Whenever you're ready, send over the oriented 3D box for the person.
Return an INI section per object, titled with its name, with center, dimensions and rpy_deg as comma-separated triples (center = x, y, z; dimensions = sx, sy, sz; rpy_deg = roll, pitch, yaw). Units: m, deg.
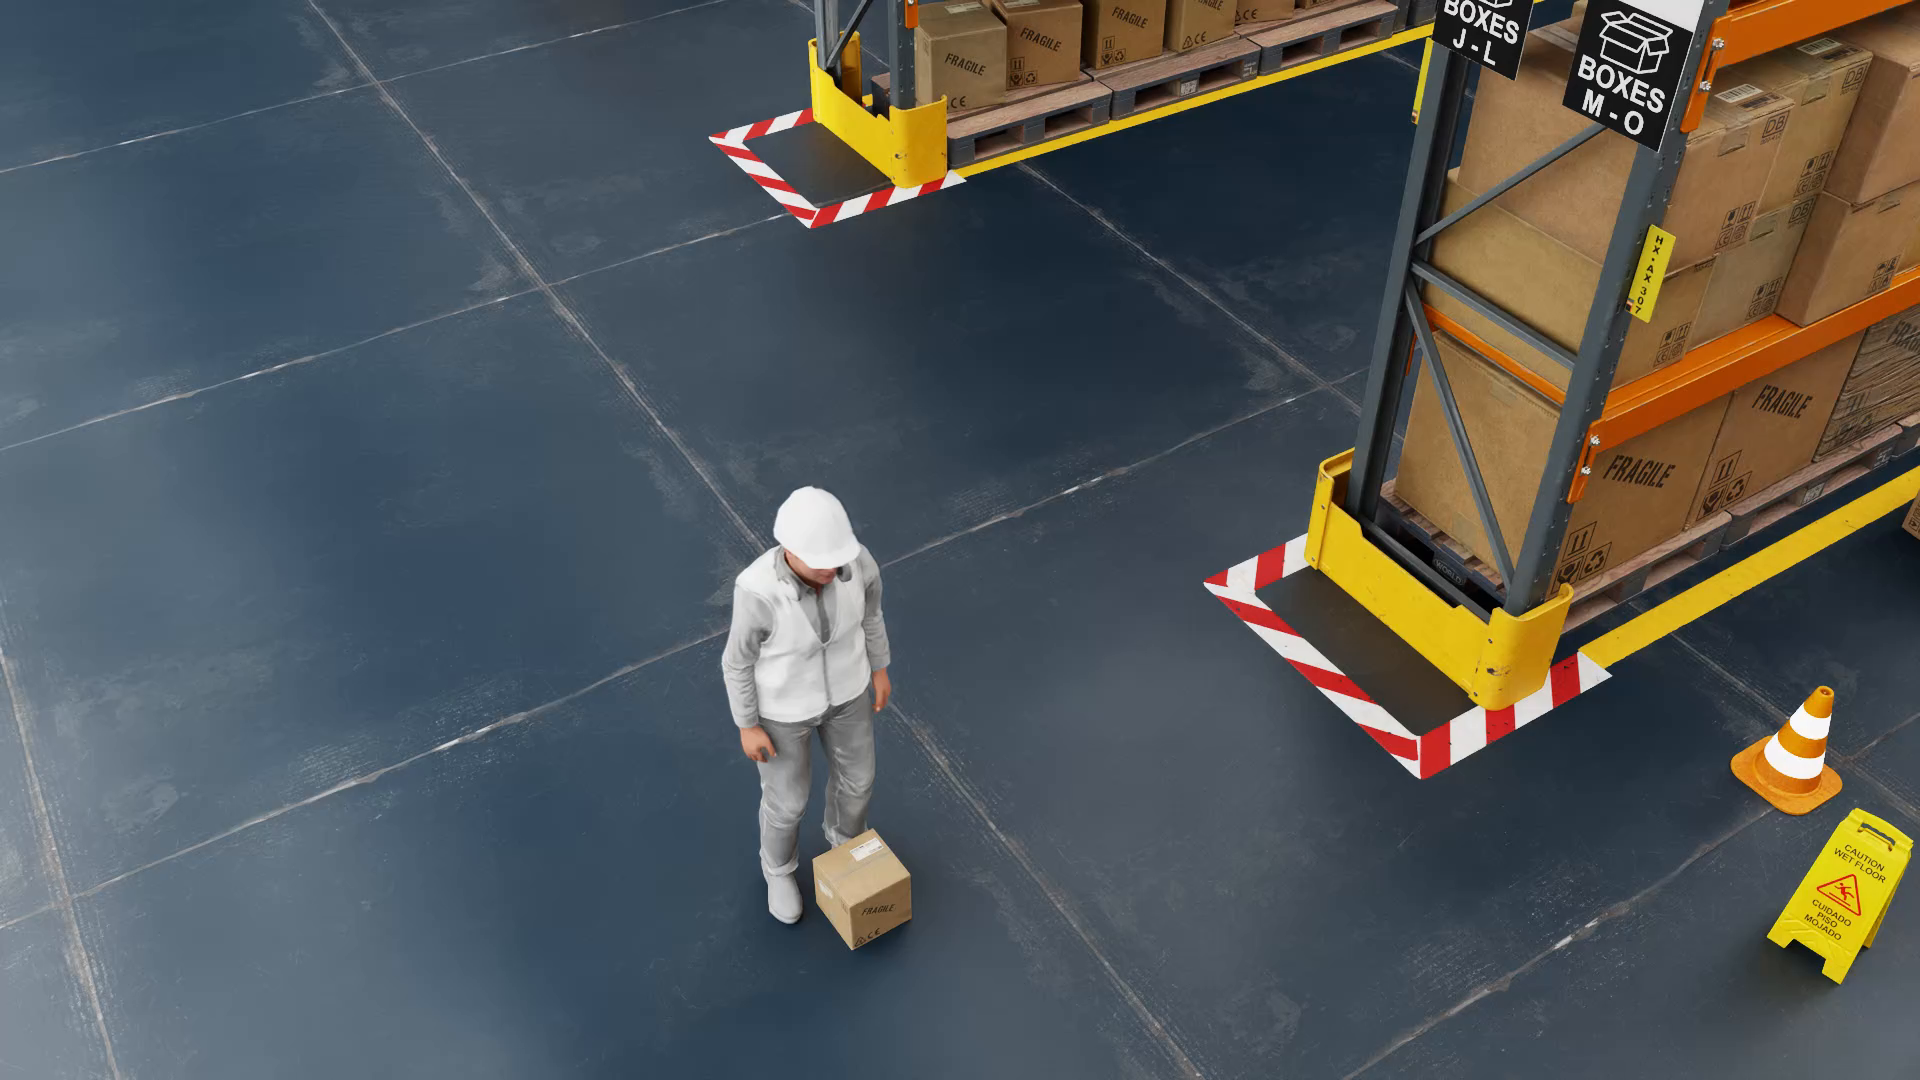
[person]
center = -0.488, 0.516, 5.532
dimensions = 0.581, 1.771, 0.464
rpy_deg = -23, 45, -24
